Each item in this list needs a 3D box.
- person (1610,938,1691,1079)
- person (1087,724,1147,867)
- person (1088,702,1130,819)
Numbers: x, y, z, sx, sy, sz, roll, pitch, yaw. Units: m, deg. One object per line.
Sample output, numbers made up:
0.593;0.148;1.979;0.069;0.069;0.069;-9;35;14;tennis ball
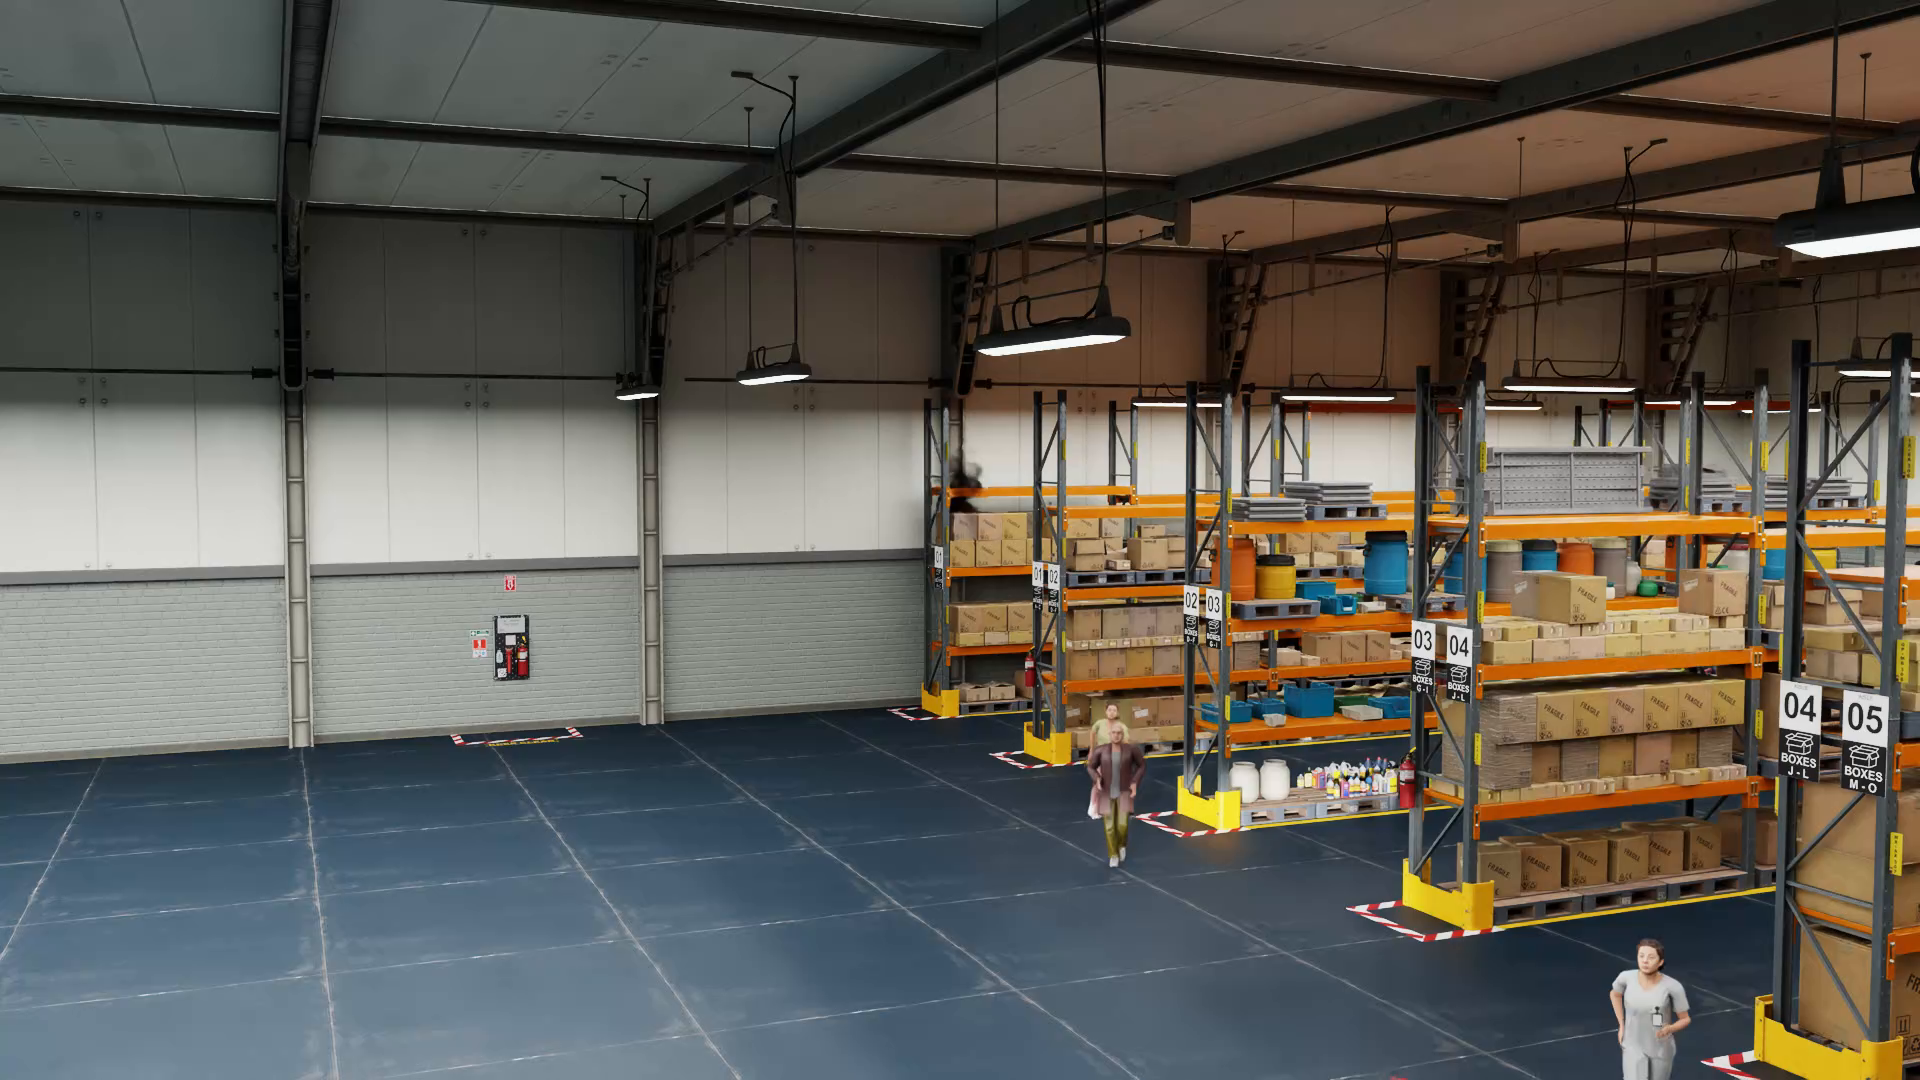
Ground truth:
4.869;3.647;11.756;0.540;1.678;0.674;1;4;24;person
1.898;3.105;20.227;0.728;1.734;0.637;0;3;8;person
2.017;3.013;22.616;0.578;1.623;0.585;1;3;12;person
